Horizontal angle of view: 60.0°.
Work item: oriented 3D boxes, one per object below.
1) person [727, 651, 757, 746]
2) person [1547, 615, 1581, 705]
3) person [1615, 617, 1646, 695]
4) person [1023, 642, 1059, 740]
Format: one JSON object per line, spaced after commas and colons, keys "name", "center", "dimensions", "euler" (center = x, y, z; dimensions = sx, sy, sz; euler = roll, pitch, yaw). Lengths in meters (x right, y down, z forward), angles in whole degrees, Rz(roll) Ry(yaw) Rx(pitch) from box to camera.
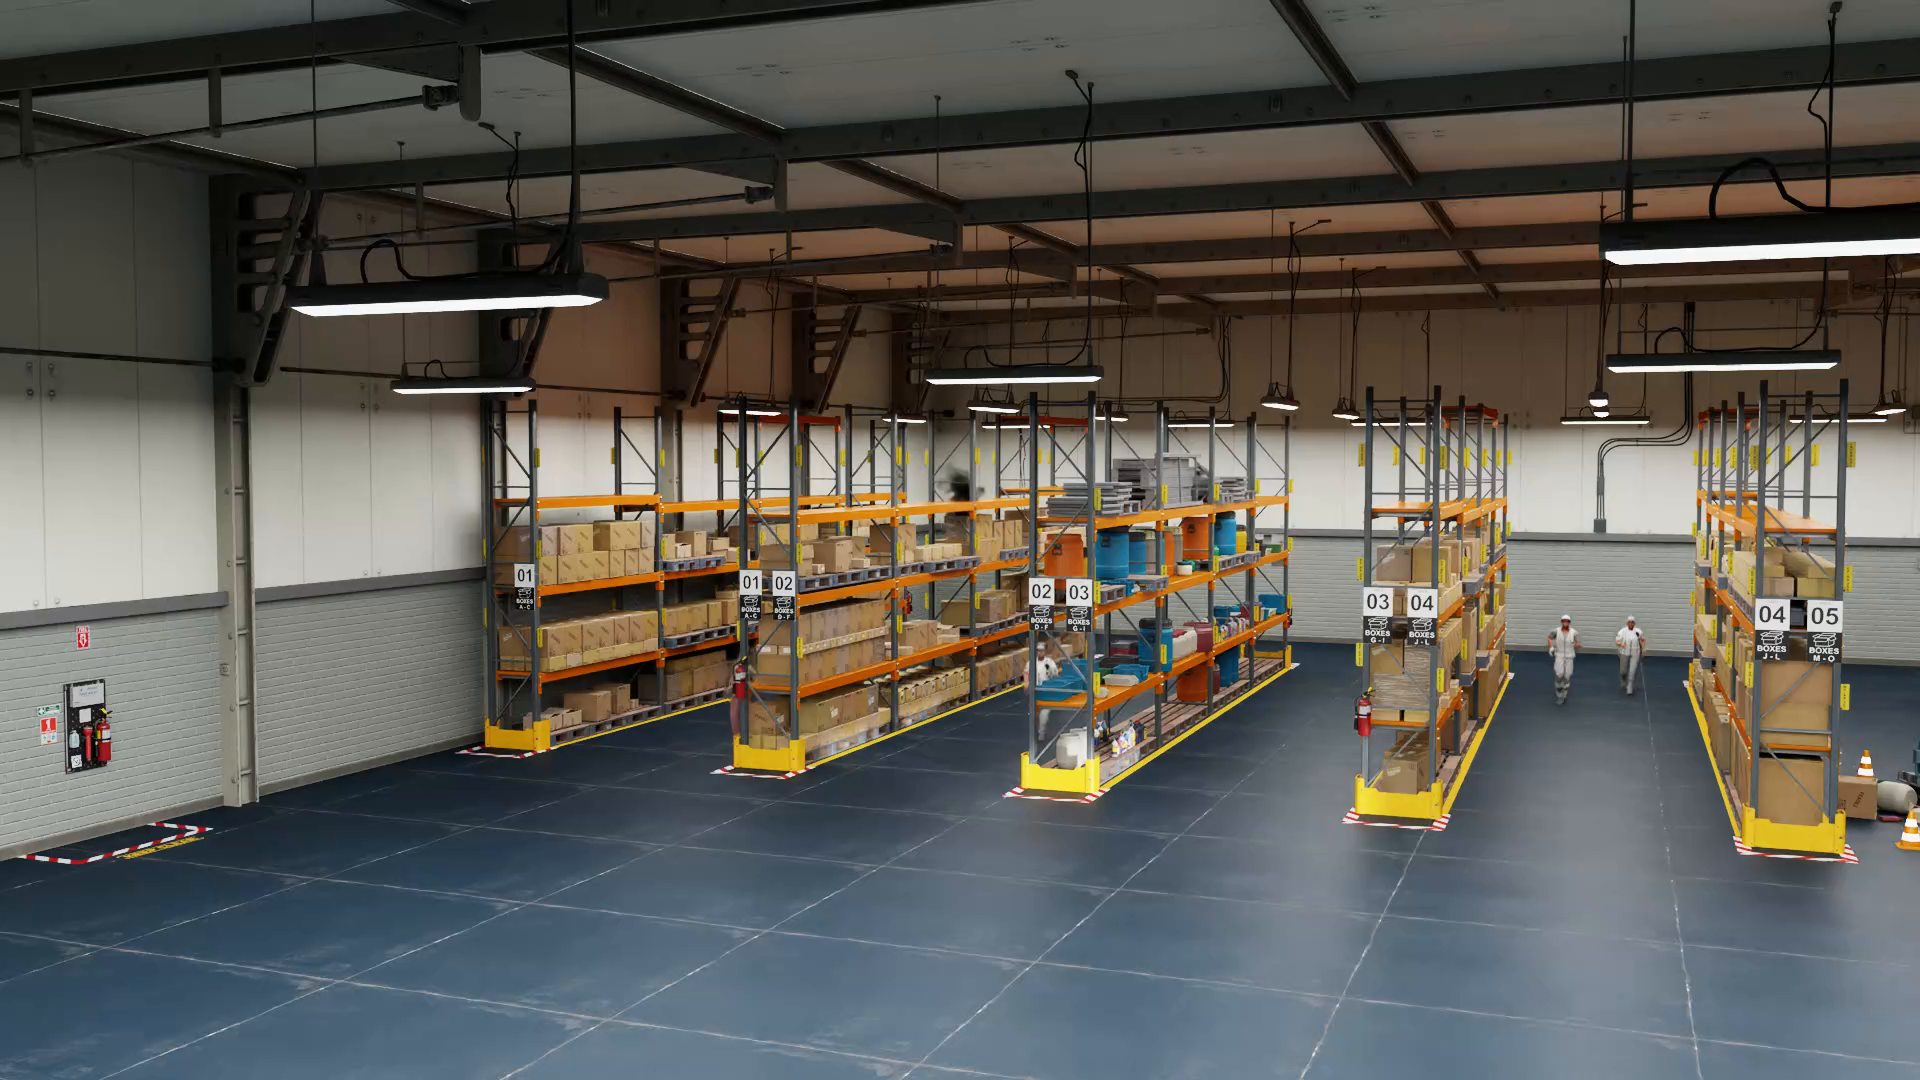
{"name": "person", "center": [-3.816, 2.745, 29.124], "dimensions": [0.589, 1.635, 0.802], "euler": [1, 3, 18]}
{"name": "person", "center": [12.332, 2.441, 33.920], "dimensions": [0.631, 1.846, 0.784], "euler": [1, 3, 14]}
{"name": "person", "center": [14.247, 2.436, 35.342], "dimensions": [0.613, 1.632, 0.760], "euler": [1, 3, 21]}
{"name": "person", "center": [1.418, 2.679, 29.480], "dimensions": [0.658, 1.739, 0.591], "euler": [0, 3, 10]}
